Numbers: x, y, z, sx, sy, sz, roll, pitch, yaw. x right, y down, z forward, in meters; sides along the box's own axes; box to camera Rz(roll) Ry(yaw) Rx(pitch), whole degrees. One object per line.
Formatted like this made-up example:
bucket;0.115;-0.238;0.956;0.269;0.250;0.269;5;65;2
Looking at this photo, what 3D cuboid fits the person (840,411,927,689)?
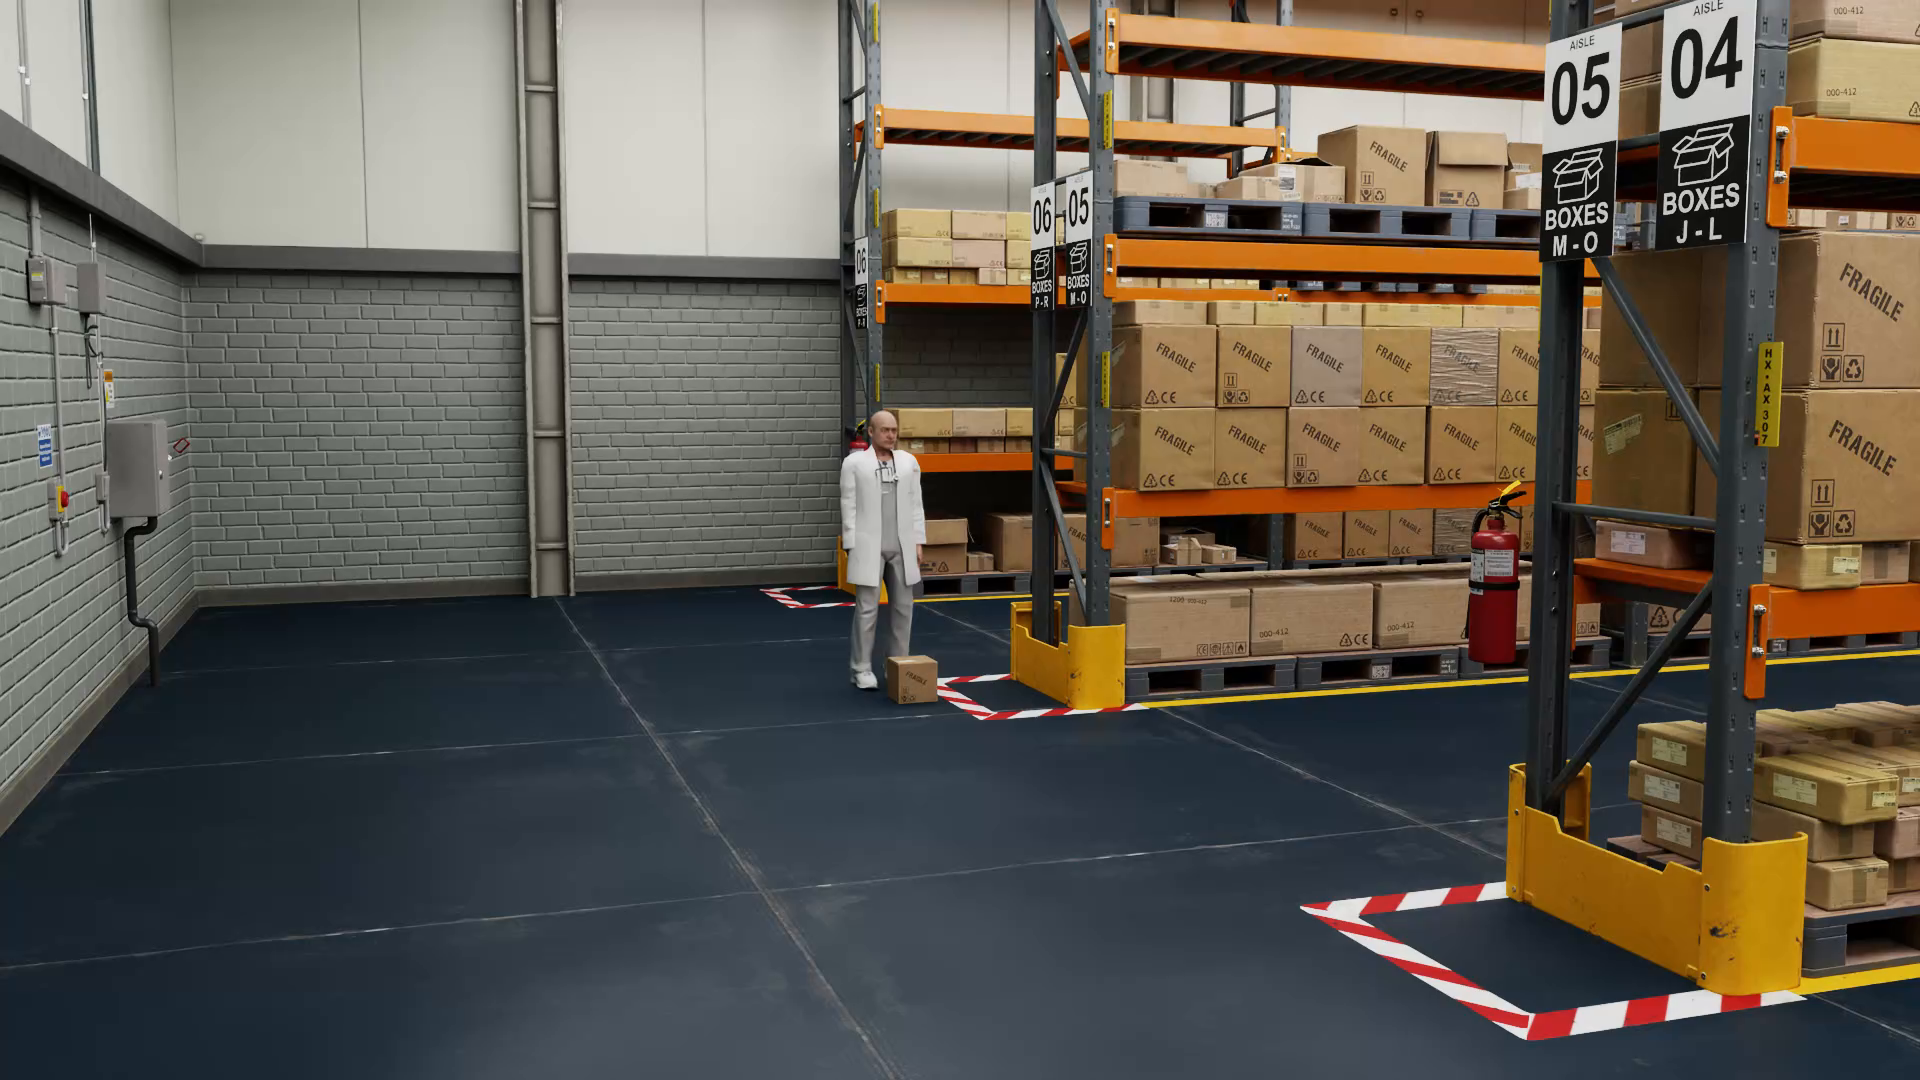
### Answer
person;-0.482;0.069;10.704;0.562;1.799;0.394;-2;6;-21
